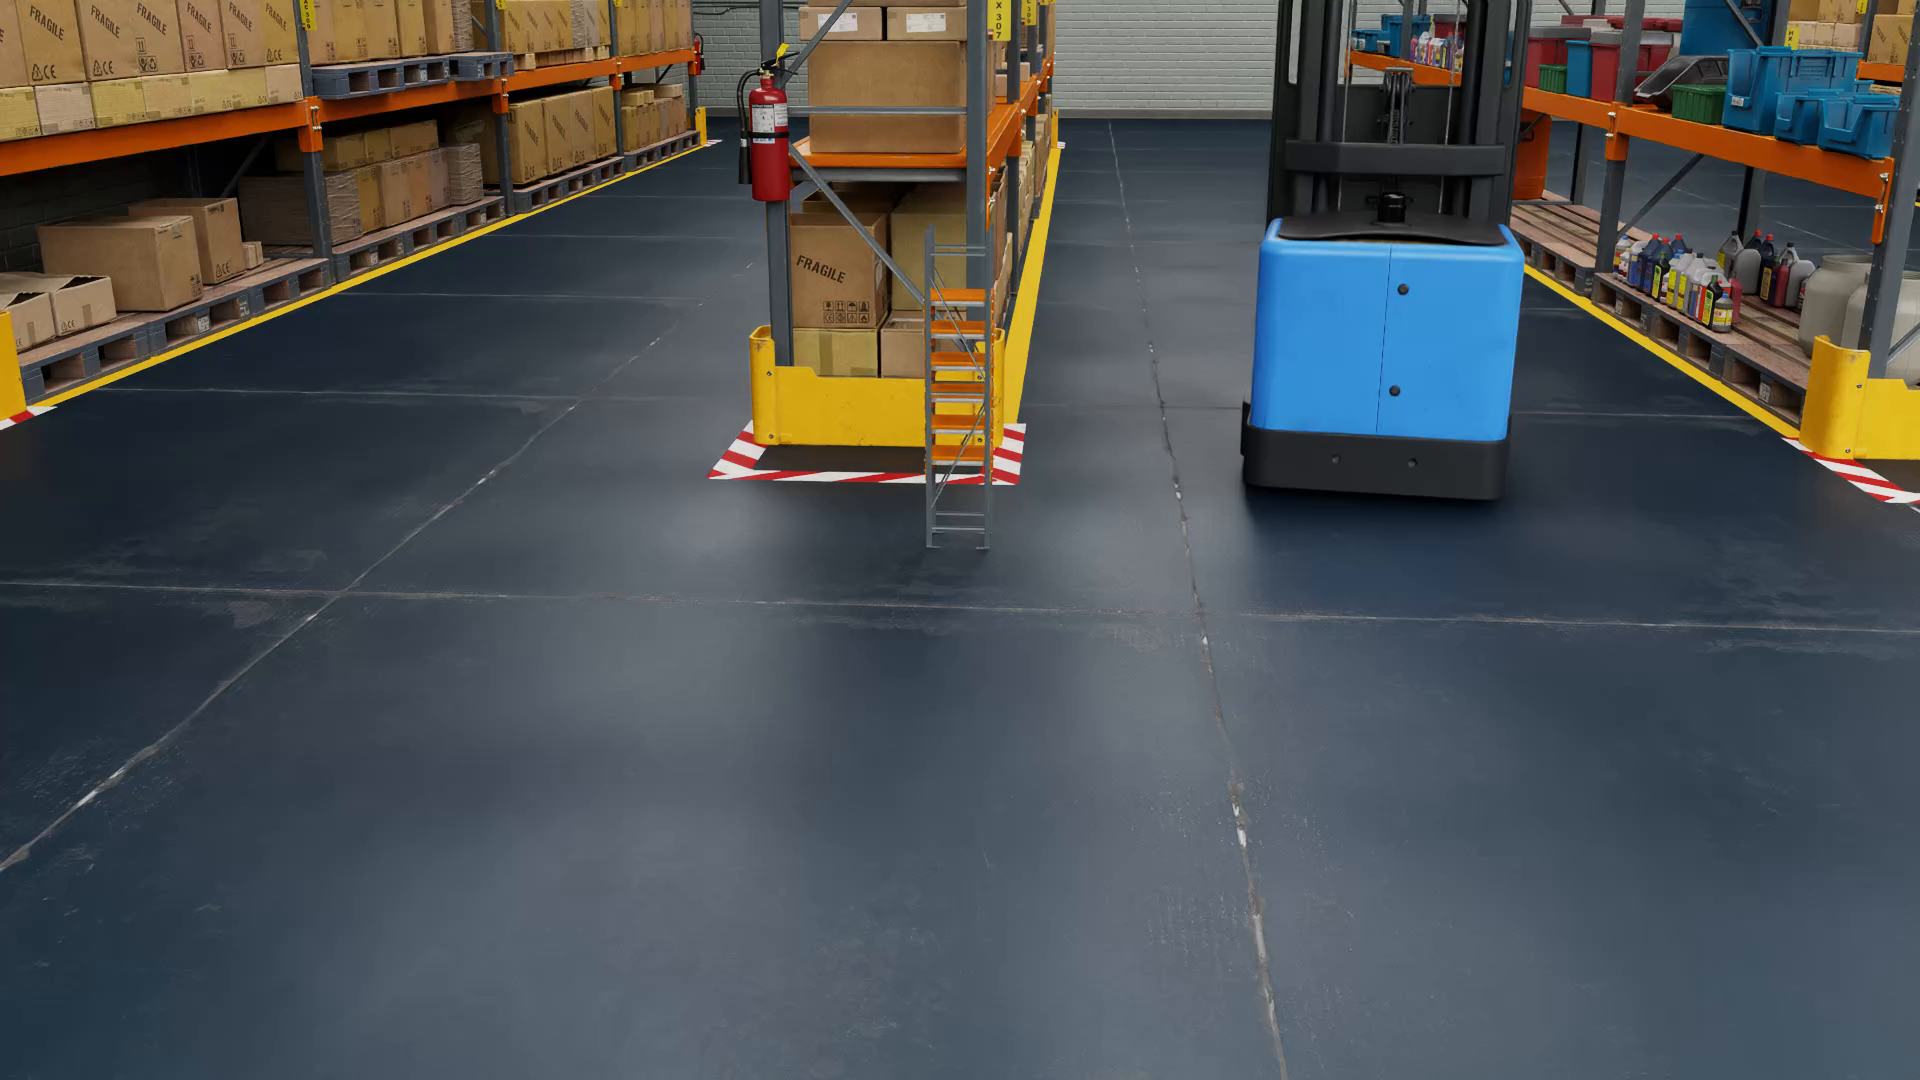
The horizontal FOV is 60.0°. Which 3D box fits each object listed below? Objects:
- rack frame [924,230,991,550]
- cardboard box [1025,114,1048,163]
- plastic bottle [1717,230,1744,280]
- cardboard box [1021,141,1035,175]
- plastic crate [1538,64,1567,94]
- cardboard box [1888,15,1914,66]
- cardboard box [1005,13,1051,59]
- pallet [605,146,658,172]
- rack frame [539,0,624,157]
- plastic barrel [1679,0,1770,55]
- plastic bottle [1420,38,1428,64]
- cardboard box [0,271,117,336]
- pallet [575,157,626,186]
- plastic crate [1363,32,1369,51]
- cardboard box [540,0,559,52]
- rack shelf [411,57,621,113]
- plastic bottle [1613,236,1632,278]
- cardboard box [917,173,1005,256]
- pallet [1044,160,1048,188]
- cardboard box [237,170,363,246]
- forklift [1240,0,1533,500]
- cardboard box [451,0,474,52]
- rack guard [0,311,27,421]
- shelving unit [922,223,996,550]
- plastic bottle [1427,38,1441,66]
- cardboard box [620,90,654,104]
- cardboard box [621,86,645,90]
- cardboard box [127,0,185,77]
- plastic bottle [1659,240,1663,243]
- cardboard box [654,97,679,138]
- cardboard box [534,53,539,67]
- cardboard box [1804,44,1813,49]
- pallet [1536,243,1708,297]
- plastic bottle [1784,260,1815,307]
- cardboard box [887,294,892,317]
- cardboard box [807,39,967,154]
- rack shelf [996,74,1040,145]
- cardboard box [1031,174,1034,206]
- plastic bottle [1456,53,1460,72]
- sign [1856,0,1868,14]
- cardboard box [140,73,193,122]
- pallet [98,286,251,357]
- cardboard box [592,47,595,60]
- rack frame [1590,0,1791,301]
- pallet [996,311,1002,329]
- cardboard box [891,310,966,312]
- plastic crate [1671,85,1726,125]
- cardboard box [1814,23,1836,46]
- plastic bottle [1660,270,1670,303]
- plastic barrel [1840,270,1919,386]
[{"bbox_3d":[-0.008,-0.537,6.136,0.240,1.200,0.006,1,18,4],"label":"rack frame"},{"bbox_3d":[0.730,-4.510,18.677,0.500,0.500,0.500,1,18,4],"label":"cardboard box"},{"bbox_3d":[4.944,-1.799,10.644,0.144,0.351,0.185,1,18,4],"label":"plastic bottle"},{"bbox_3d":[0.401,-3.397,14.814,0.500,0.311,0.500,2,18,5],"label":"cardboard box"},{"bbox_3d":[4.690,-3.498,12.623,0.450,0.188,0.662,1,18,4],"label":"plastic crate"},{"bbox_3d":[10.043,-5.180,17.254,0.500,0.500,0.500,1,18,4],"label":"cardboard box"},{"bbox_3d":[0.788,-5.848,19.293,0.500,0.500,0.500,2,18,5],"label":"cardboard box"},{"bbox_3d":[-4.329,-4.667,20.327,1.003,0.211,1.213,1,18,4],"label":"pallet"},{"bbox_3d":[-4.461,-5.758,19.178,1.000,3.000,0.127,1,18,4],"label":"rack frame"},{"bbox_3d":[5.176,-3.403,11.187,0.600,0.901,0.708,1,18,4],"label":"plastic barrel"},{"bbox_3d":[4.945,-5.191,17.655,0.097,0.271,0.097,0,18,0],"label":"plastic bottle"},{"bbox_3d":[-5.142,-1.352,9.344,0.500,0.311,0.500,3,18,8],"label":"cardboard box"},{"bbox_3d":[-4.442,-4.191,18.875,1.003,0.211,1.213,1,18,4],"label":"pallet"},{"bbox_3d":[5.266,-6.250,20.851,0.416,0.233,0.300,1,18,4],"label":"plastic crate"},{"bbox_3d":[-4.375,-5.176,16.730,0.500,0.500,0.500,1,18,4],"label":"cardboard box"},{"bbox_3d":[-4.605,-4.795,17.394,1.077,0.370,4.000,1,18,4],"label":"rack shelf"},{"bbox_3d":[4.386,-1.875,11.004,0.097,0.271,0.097,0,18,0],"label":"plastic bottle"},{"bbox_3d":[0.011,-1.954,10.105,0.500,0.500,0.500,1,18,4],"label":"cardboard box"},{"bbox_3d":[0.459,-4.070,18.504,1.003,0.211,1.213,1,18,4],"label":"pallet"},{"bbox_3d":[-4.999,-2.523,12.614,0.700,0.500,0.500,2,18,6],"label":"cardboard box"},{"bbox_3d":[2.015,-1.973,7.738,1.130,2.935,3.031,4,19,12],"label":"forklift"},{"bbox_3d":[-4.772,-4.626,14.856,0.700,0.500,0.500,-1,18,-3],"label":"cardboard box"},{"bbox_3d":[-5.316,-0.867,8.265,1.175,0.500,0.348,1,18,4],"label":"rack guard"},{"bbox_3d":[-0.001,-0.566,6.222,0.258,1.200,0.189,1,18,4],"label":"shelving unit"},{"bbox_3d":[4.940,-5.055,17.232,0.152,0.276,0.135,1,18,4],"label":"plastic bottle"},{"bbox_3d":[-4.062,-5.572,20.909,0.380,0.149,0.250,1,18,2],"label":"cardboard box"},{"bbox_3d":[-4.370,-5.909,21.936,0.380,0.149,0.250,1,18,4],"label":"cardboard box"},{"bbox_3d":[-4.874,-2.941,9.586,0.500,0.500,0.500,2,18,6],"label":"cardboard box"},{"bbox_3d":[4.497,-1.778,10.687,0.061,0.283,0.133,1,18,4],"label":"plastic bottle"},{"bbox_3d":[-4.161,-5.637,22.148,0.700,0.500,0.500,1,18,4],"label":"cardboard box"},{"bbox_3d":[-4.458,-4.823,16.696,0.380,0.149,0.250,2,18,5],"label":"cardboard box"},{"bbox_3d":[10.129,-5.728,19.491,0.380,0.149,0.250,2,18,5],"label":"cardboard box"},{"bbox_3d":[4.864,-1.972,12.101,1.003,0.211,1.213,1,18,4],"label":"pallet"},{"bbox_3d":[5.035,-1.550,10.004,0.152,0.276,0.135,2,18,5],"label":"plastic bottle"},{"bbox_3d":[-0.613,-1.143,8.835,0.500,0.250,0.500,1,18,4],"label":"cardboard box"},{"bbox_3d":[-0.334,-2.114,7.896,0.700,0.500,0.500,1,18,4],"label":"cardboard box"},{"bbox_3d":[0.050,-3.443,13.269,1.077,0.370,4.000,1,18,4],"label":"rack shelf"},{"bbox_3d":[0.399,-3.130,14.900,0.500,0.250,0.500,2,18,5],"label":"cardboard box"},{"bbox_3d":[4.815,-4.593,15.943,0.097,0.201,0.097,0,18,0],"label":"plastic bottle"},{"bbox_3d":[9.807,-5.887,18.054,0.100,0.325,0.005,1,18,4],"label":"sign"},{"bbox_3d":[-4.866,-2.590,9.719,0.500,0.250,0.500,1,18,4],"label":"cardboard box"},{"bbox_3d":[-5.133,-1.359,10.231,1.003,0.211,1.213,1,18,4],"label":"pallet"},{"bbox_3d":[-4.261,-5.378,18.391,0.380,0.149,0.250,2,18,6],"label":"cardboard box"},{"bbox_3d":[4.847,-3.052,10.920,1.000,3.000,0.127,1,18,4],"label":"rack frame"},{"bbox_3d":[-0.277,-1.213,9.785,1.003,0.211,1.213,1,18,4],"label":"pallet"},{"bbox_3d":[-0.088,-1.131,8.800,0.500,0.250,0.500,1,18,4],"label":"cardboard box"},{"bbox_3d":[4.468,-2.536,9.685,0.450,0.188,0.662,1,18,4],"label":"plastic crate"},{"bbox_3d":[10.165,-5.800,19.069,0.500,0.250,0.500,2,18,6],"label":"cardboard box"},{"bbox_3d":[4.318,-1.544,10.105,0.097,0.201,0.097,0,18,0],"label":"plastic bottle"},{"bbox_3d":[4.531,-1.033,8.080,0.421,0.512,0.421,0,18,0],"label":"plastic barrel"}]
